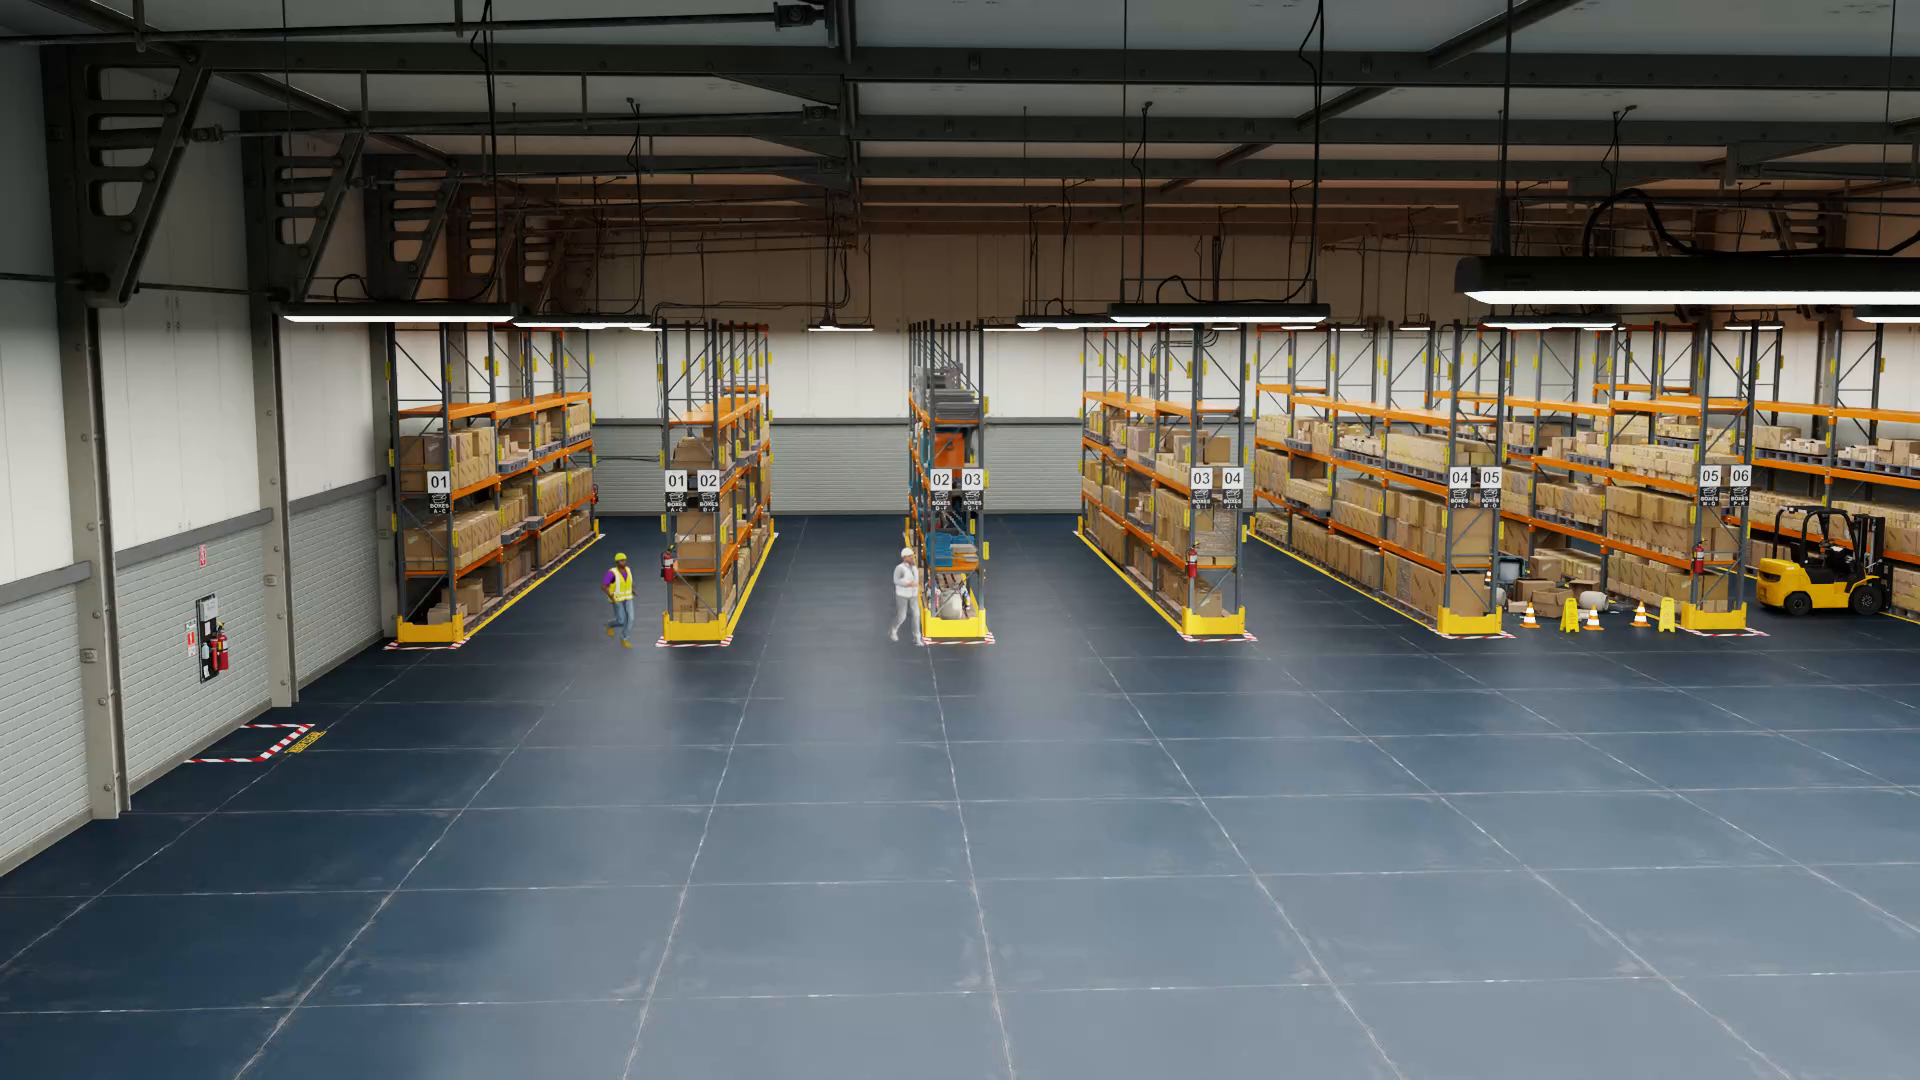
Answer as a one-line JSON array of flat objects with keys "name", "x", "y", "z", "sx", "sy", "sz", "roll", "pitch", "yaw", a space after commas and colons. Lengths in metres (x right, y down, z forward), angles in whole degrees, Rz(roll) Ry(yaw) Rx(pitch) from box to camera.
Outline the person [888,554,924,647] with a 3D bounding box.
[{"name": "person", "x": -0.993, "y": 1.074, "z": 30.798, "sx": 0.670, "sy": 1.776, "sz": 0.821, "roll": -6, "pitch": 10, "yaw": -42}]

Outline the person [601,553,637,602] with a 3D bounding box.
[{"name": "person", "x": -6.209, "y": 0.685, "z": 30.568, "sx": 0.713, "sy": 0.886, "sz": 0.442, "roll": -7, "pitch": 10, "yaw": -43}]
